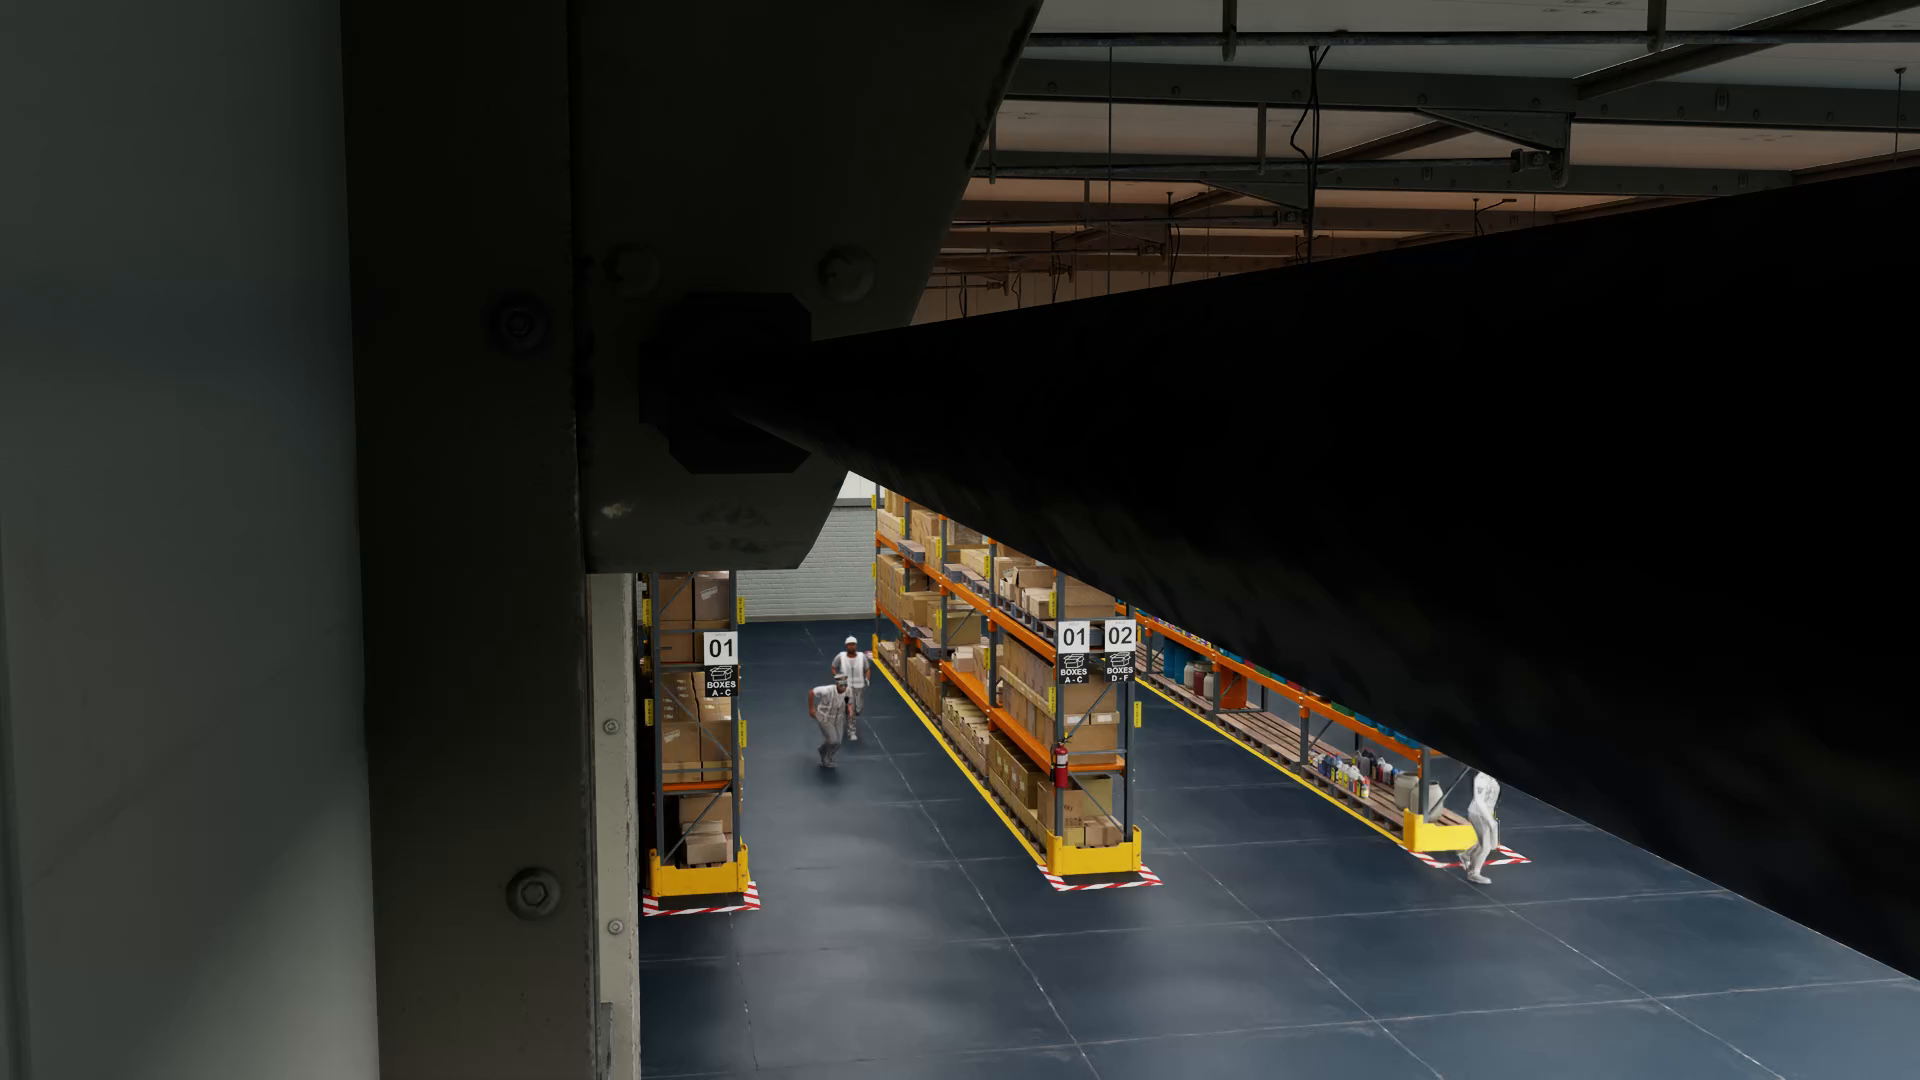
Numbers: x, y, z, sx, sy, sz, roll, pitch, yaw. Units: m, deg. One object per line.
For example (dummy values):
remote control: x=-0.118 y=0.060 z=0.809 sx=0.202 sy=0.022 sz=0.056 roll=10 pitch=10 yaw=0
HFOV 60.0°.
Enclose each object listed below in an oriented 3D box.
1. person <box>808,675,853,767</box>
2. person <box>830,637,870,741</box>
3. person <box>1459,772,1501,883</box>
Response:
person: x=-2.025 y=2.866 z=26.192 sx=0.694 sy=1.572 sz=0.884 roll=-4 pitch=7 yaw=-34
person: x=-1.878 y=2.533 z=28.631 sx=0.681 sy=1.759 sz=0.778 roll=-1 pitch=6 yaw=-11
person: x=6.460 y=3.411 z=20.607 sx=0.554 sy=1.630 sz=0.624 roll=4 pitch=7 yaw=33
